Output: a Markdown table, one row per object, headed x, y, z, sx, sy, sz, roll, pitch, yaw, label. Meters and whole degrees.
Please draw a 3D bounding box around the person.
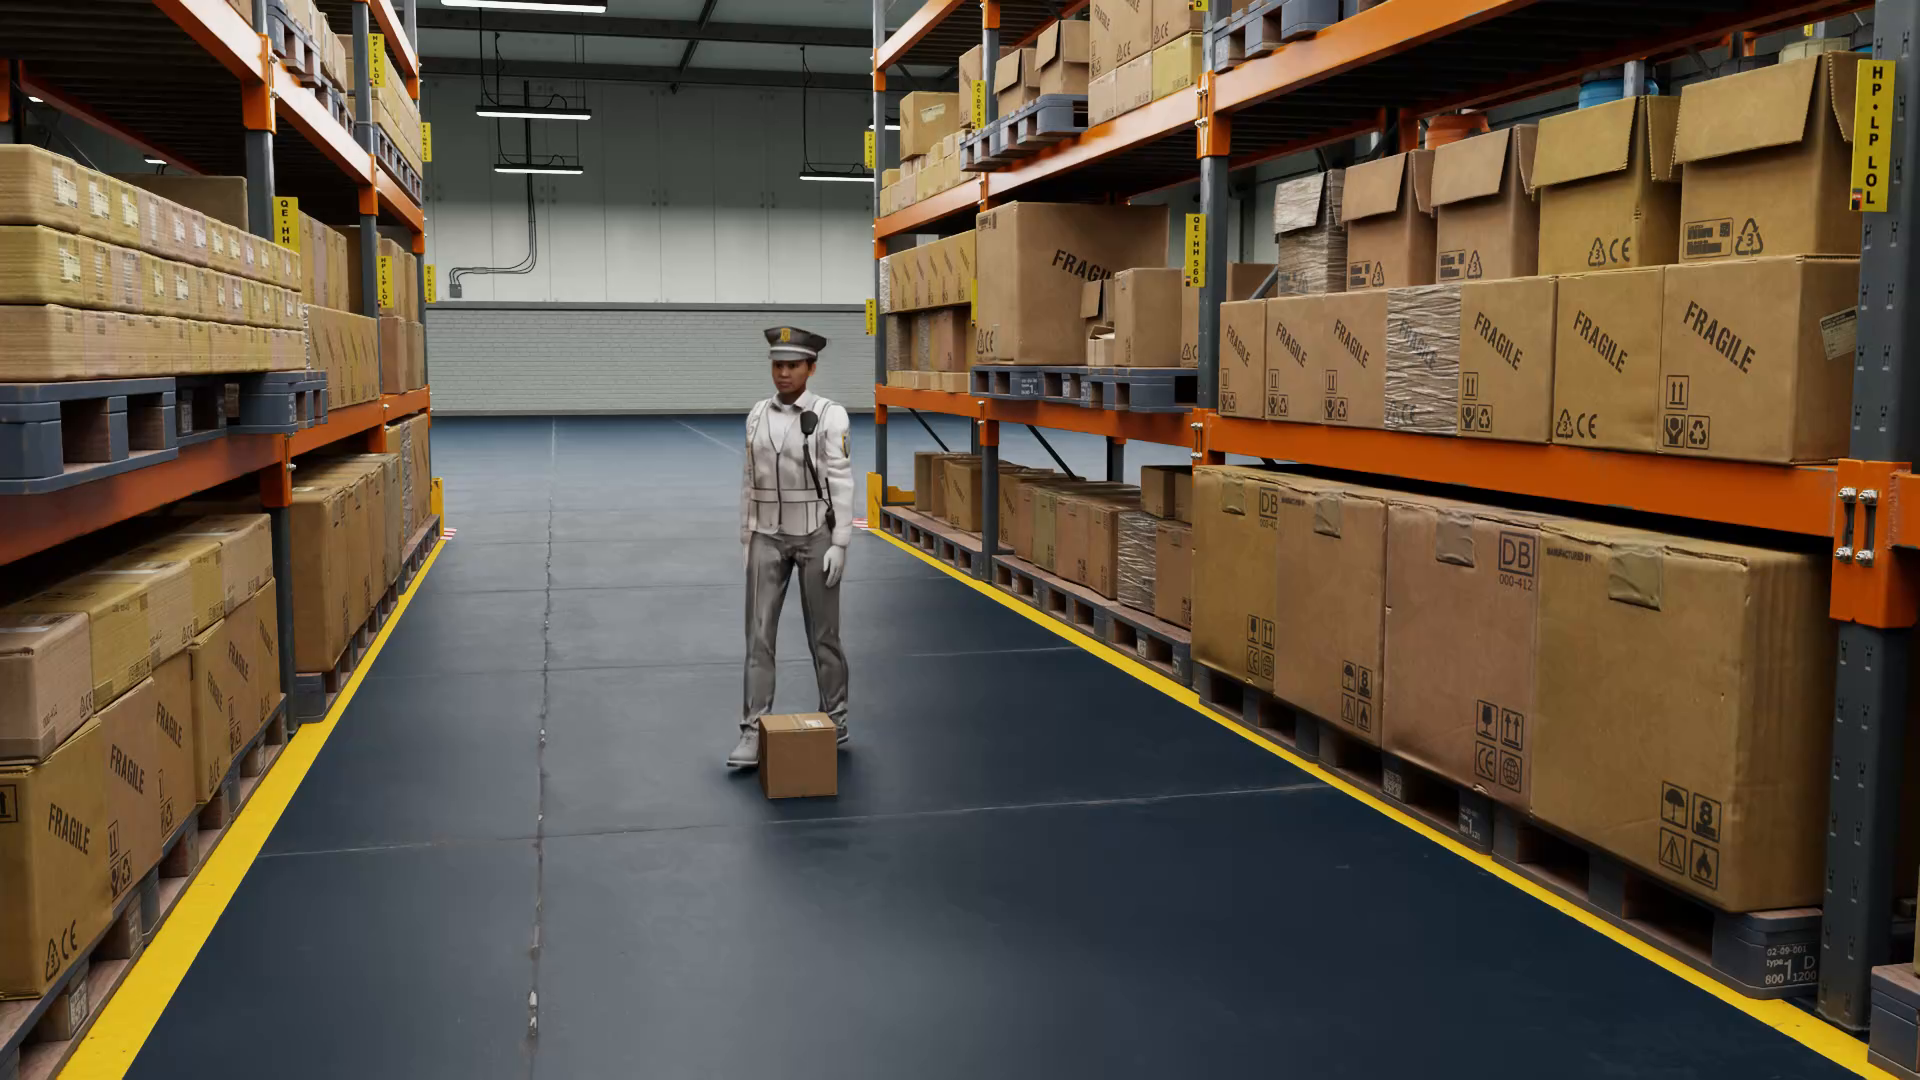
| x | y | z | sx | sy | sz | roll | pitch | yaw | label |
| --- | --- | --- | --- | --- | --- | --- | --- | --- | --- |
| -0.666 | 0.018 | 6.384 | 0.474 | 1.670 | 0.616 | 2 | 7 | 17 | person |
